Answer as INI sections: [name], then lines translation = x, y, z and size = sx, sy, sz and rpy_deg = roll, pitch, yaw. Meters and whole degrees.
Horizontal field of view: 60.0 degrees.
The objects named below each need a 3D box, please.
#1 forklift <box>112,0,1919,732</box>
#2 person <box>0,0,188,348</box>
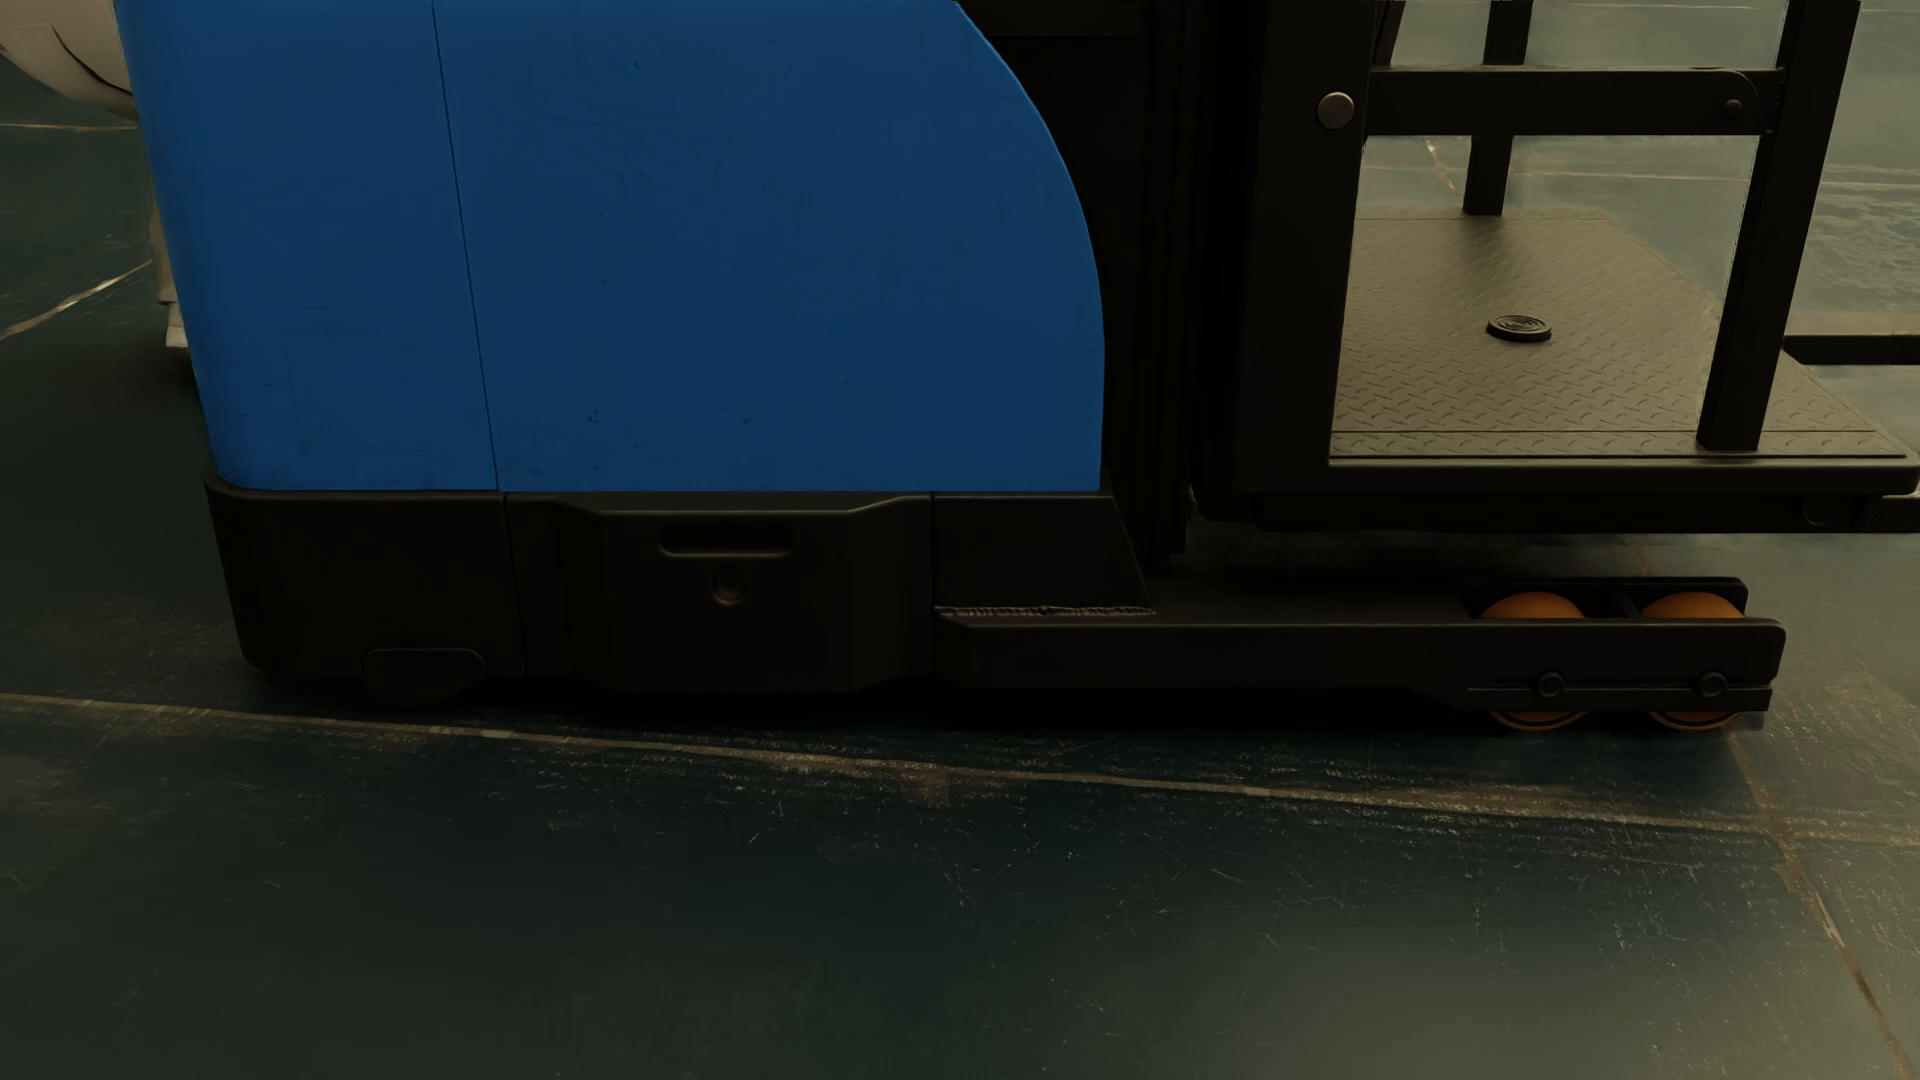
[forklift]
translation = 0.613, -1.317, 1.856
size = 3.031, 2.935, 1.130
rpy_deg = 0, 27, 0
[person]
translation = -1.294, -0.973, 2.778
size = 0.990, 1.633, 0.724
rpy_deg = 4, 27, 8
